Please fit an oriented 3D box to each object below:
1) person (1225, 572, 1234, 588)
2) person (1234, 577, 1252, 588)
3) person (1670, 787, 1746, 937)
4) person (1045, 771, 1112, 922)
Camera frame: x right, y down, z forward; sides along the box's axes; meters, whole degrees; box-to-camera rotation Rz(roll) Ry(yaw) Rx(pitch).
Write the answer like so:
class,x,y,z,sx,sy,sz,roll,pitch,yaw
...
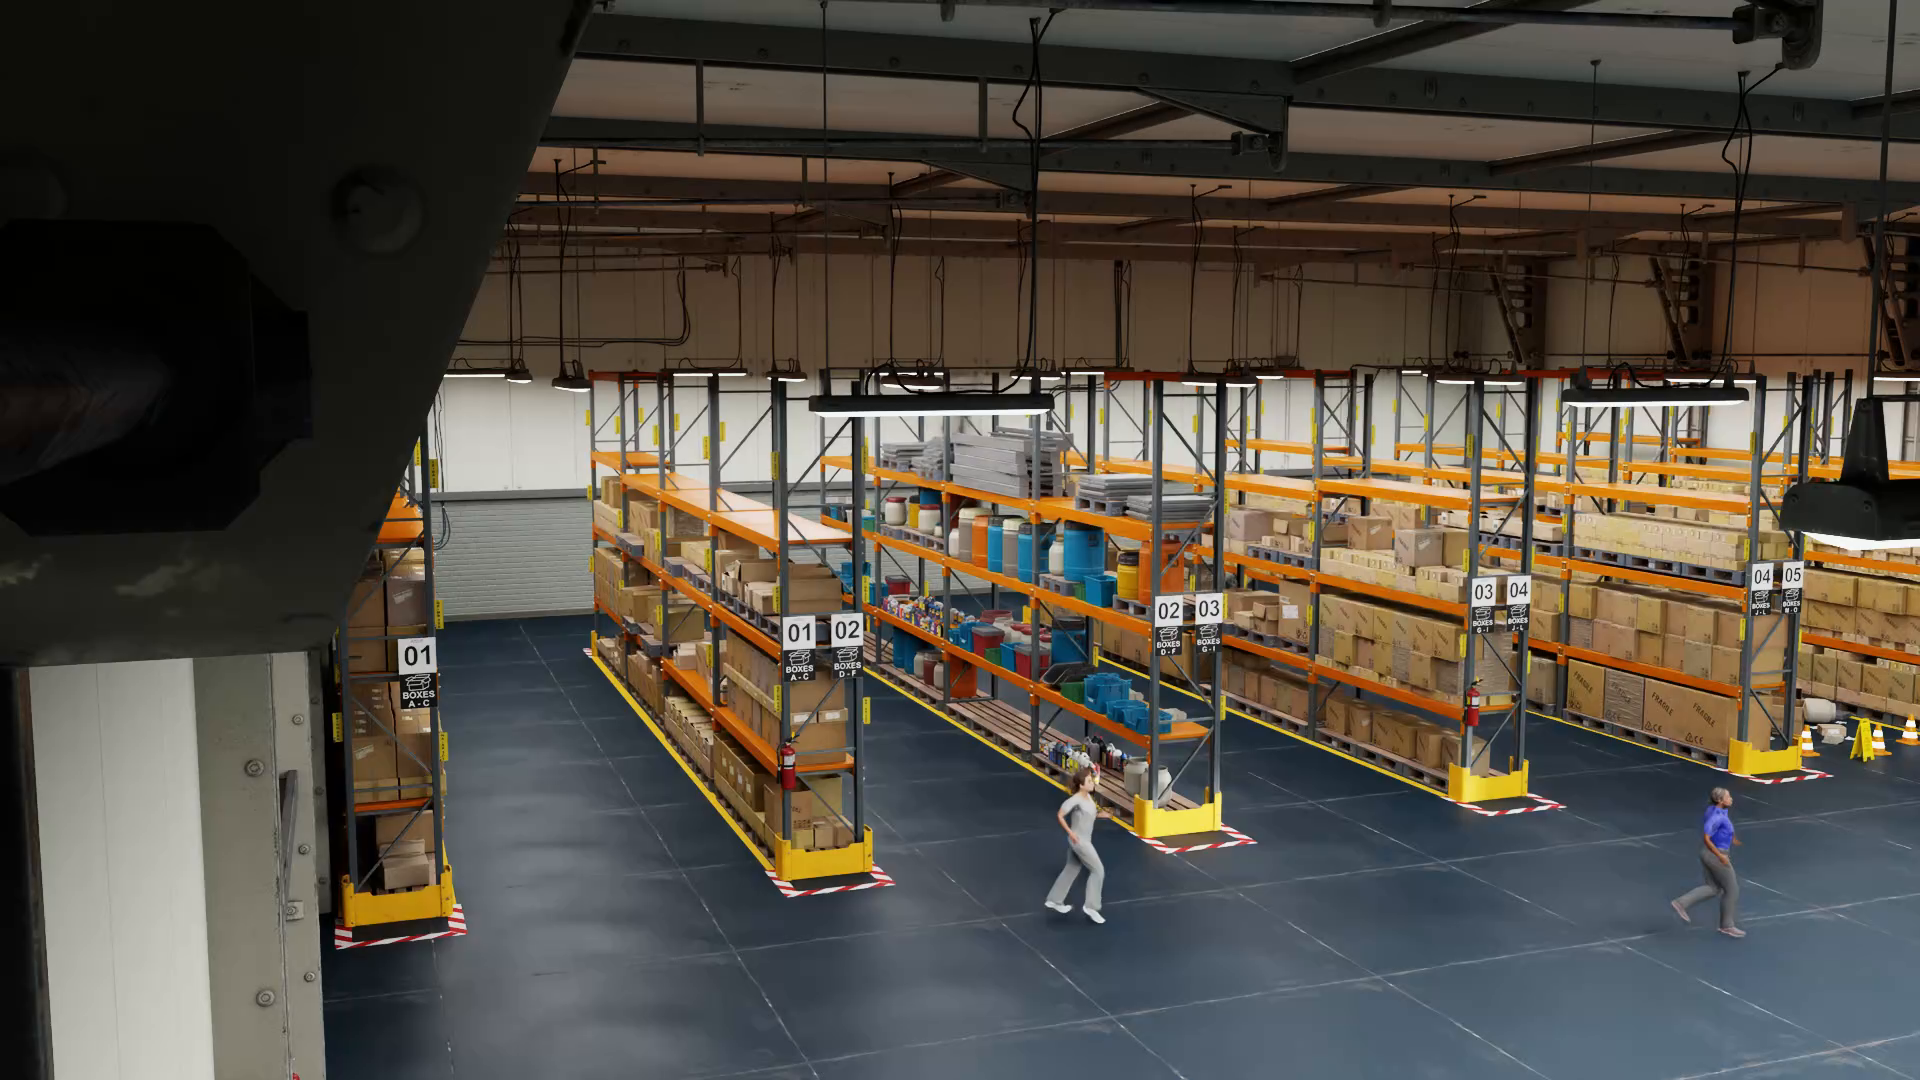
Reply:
class,x,y,z,sx,sy,sz,roll,pitch,yaw
person,6.756,0.869,41.635,0.670,1.705,0.678,2,7,17
person,7.140,0.827,41.690,0.639,1.725,0.683,-2,7,-18
person,8.209,3.502,18.183,0.792,1.658,0.574,1,6,11
person,1.332,3.433,18.694,0.755,1.730,0.537,1,6,10
